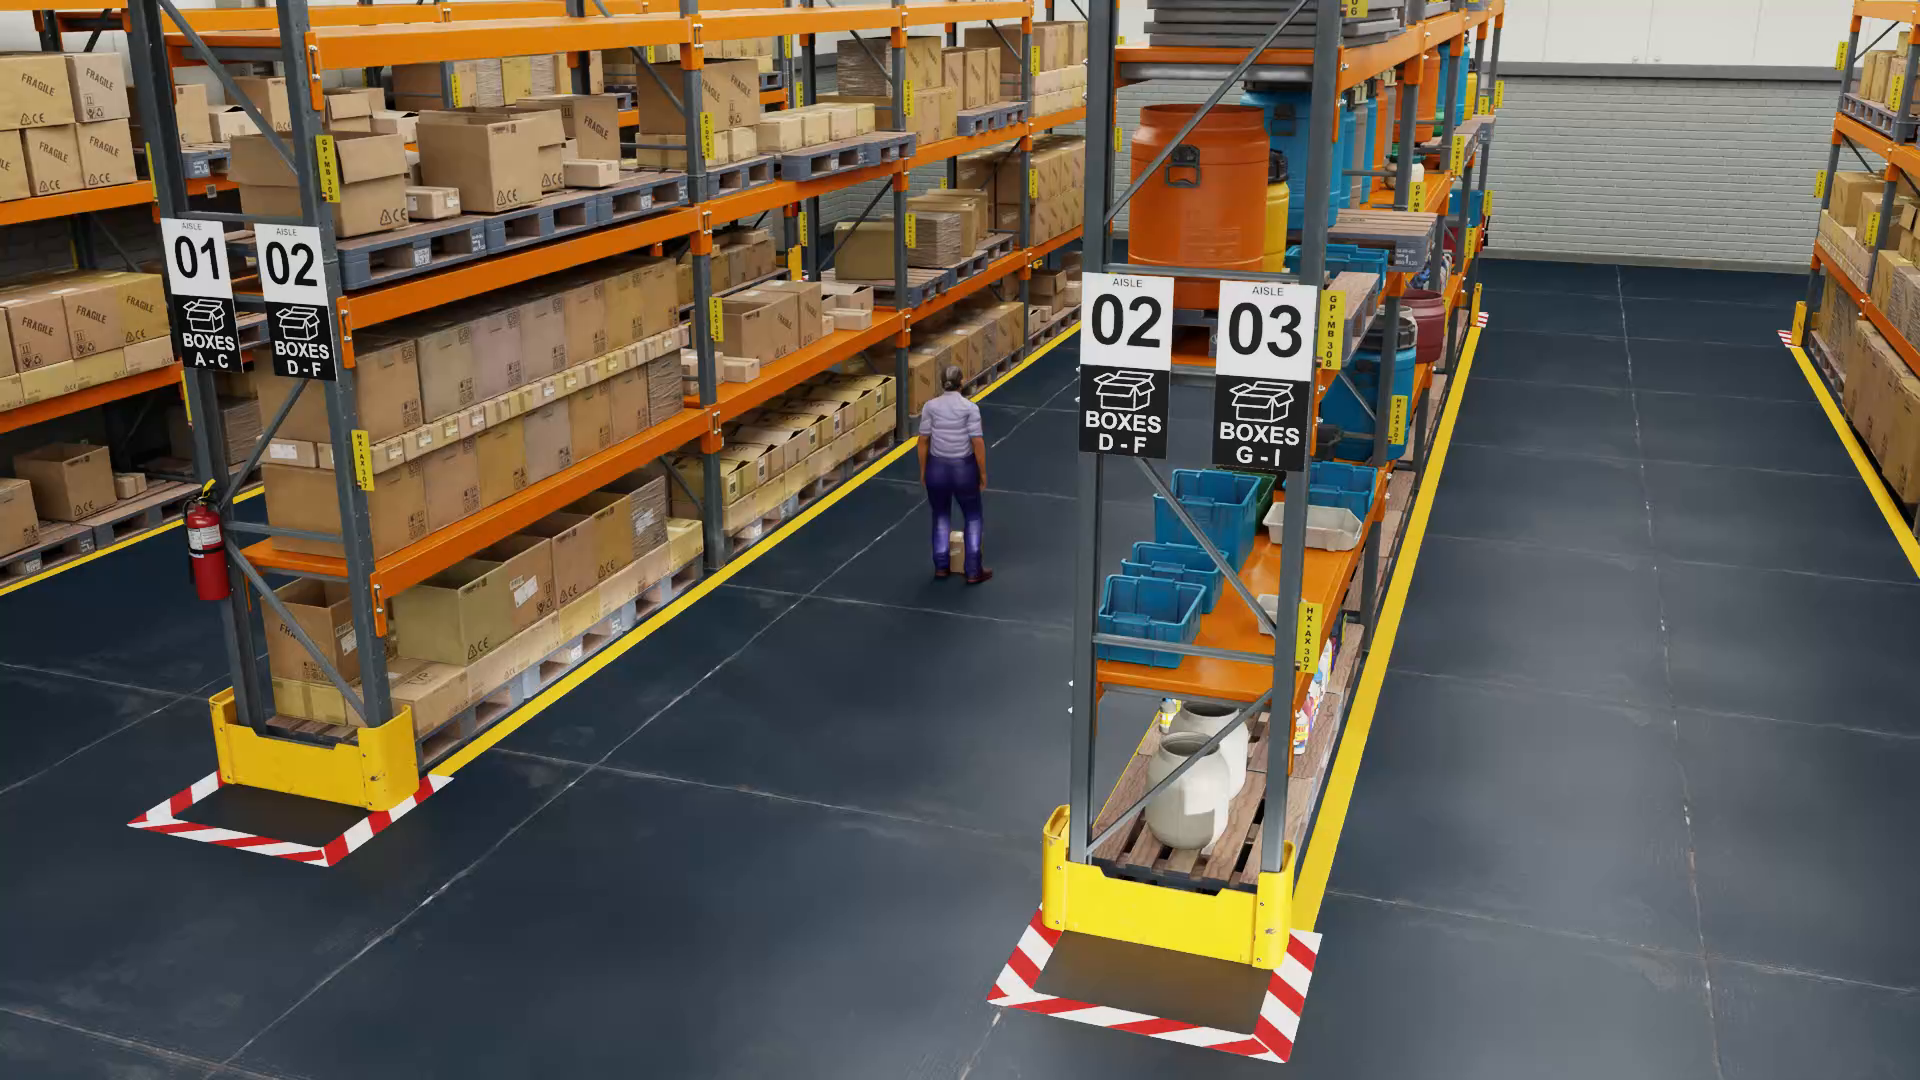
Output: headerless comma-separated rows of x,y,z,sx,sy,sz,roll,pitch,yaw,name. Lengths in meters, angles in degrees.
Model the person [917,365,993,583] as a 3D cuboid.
-0.035,-0.495,12.554,0.555,1.636,0.425,5,19,15,person
